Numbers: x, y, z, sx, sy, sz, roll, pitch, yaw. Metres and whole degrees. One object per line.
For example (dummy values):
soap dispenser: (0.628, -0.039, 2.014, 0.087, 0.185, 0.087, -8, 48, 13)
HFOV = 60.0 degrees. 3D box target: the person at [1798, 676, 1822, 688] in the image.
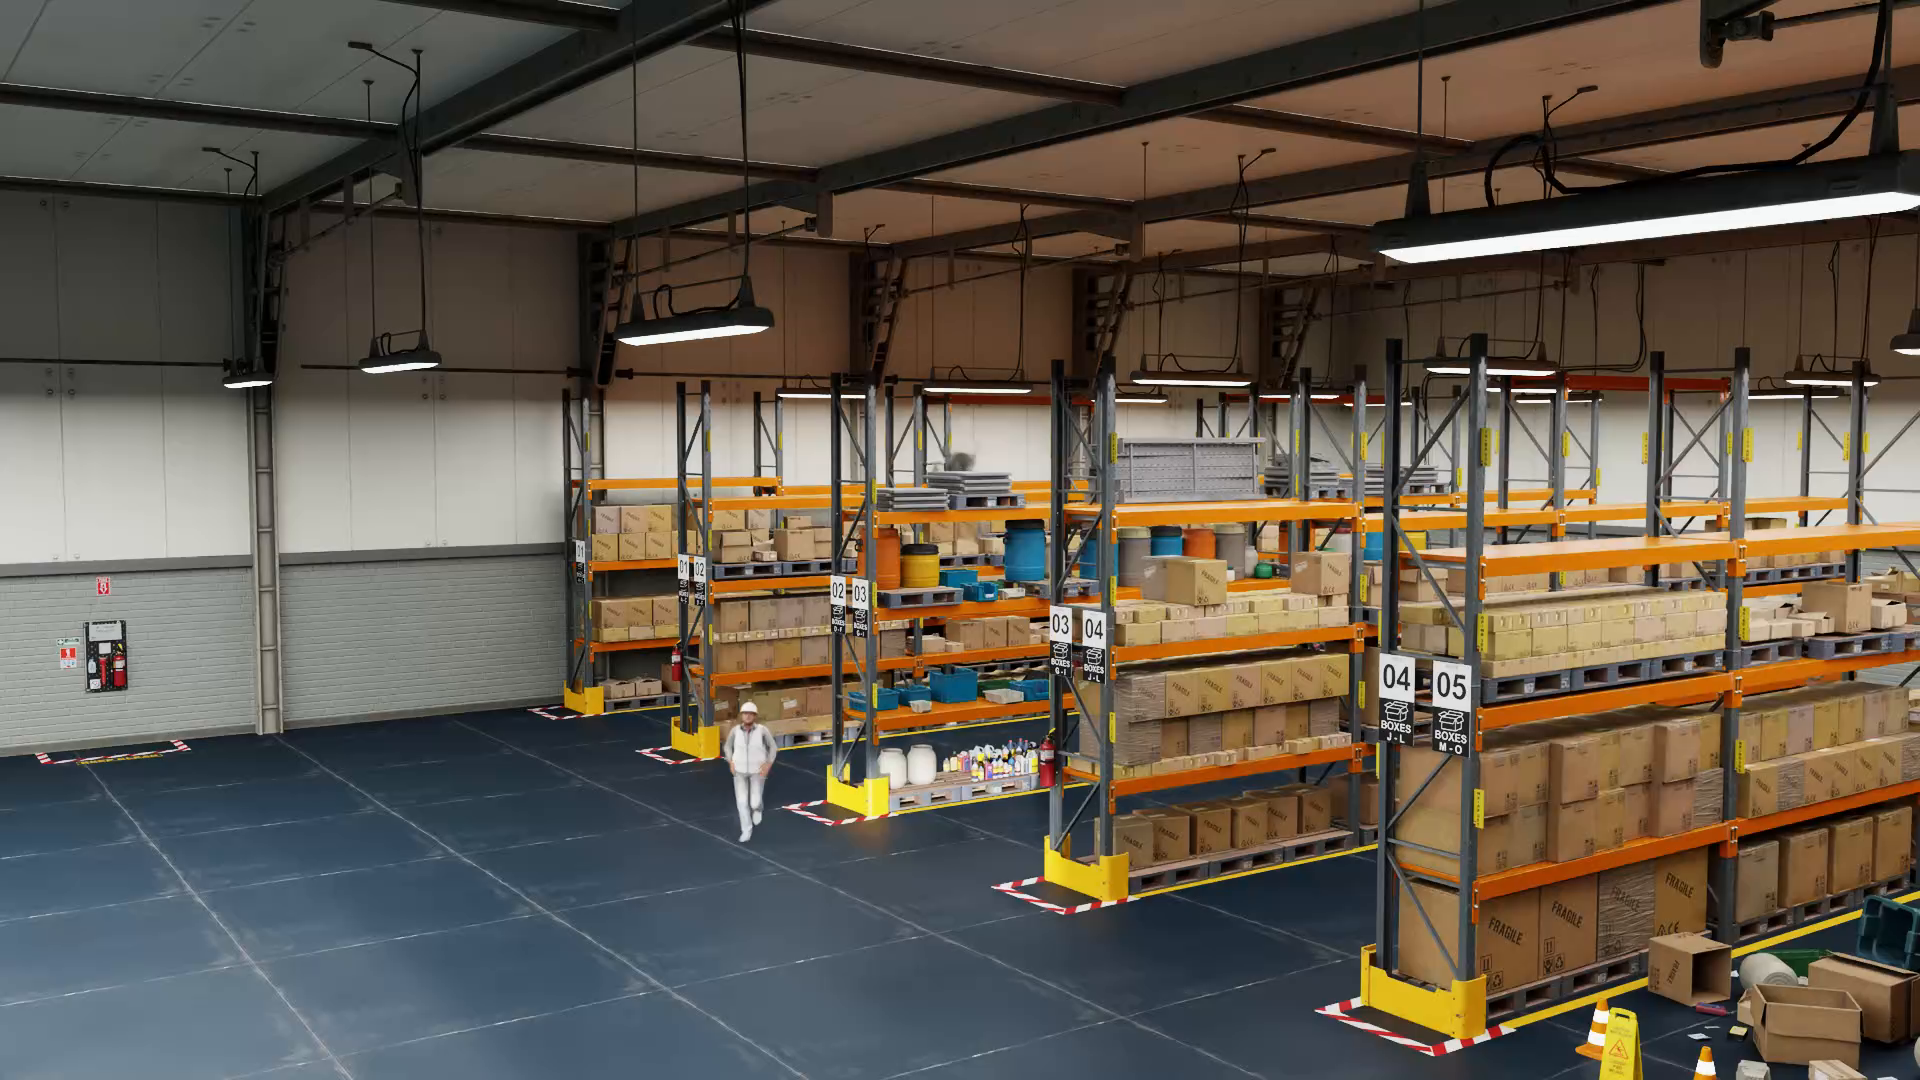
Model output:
person: (12.307, 2.747, 24.159, 0.583, 1.729, 0.657, -4, 5, -45)

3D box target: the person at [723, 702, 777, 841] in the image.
person: (-2.690, 2.936, 21.326, 0.690, 1.742, 0.683, 0, 4, -2)
